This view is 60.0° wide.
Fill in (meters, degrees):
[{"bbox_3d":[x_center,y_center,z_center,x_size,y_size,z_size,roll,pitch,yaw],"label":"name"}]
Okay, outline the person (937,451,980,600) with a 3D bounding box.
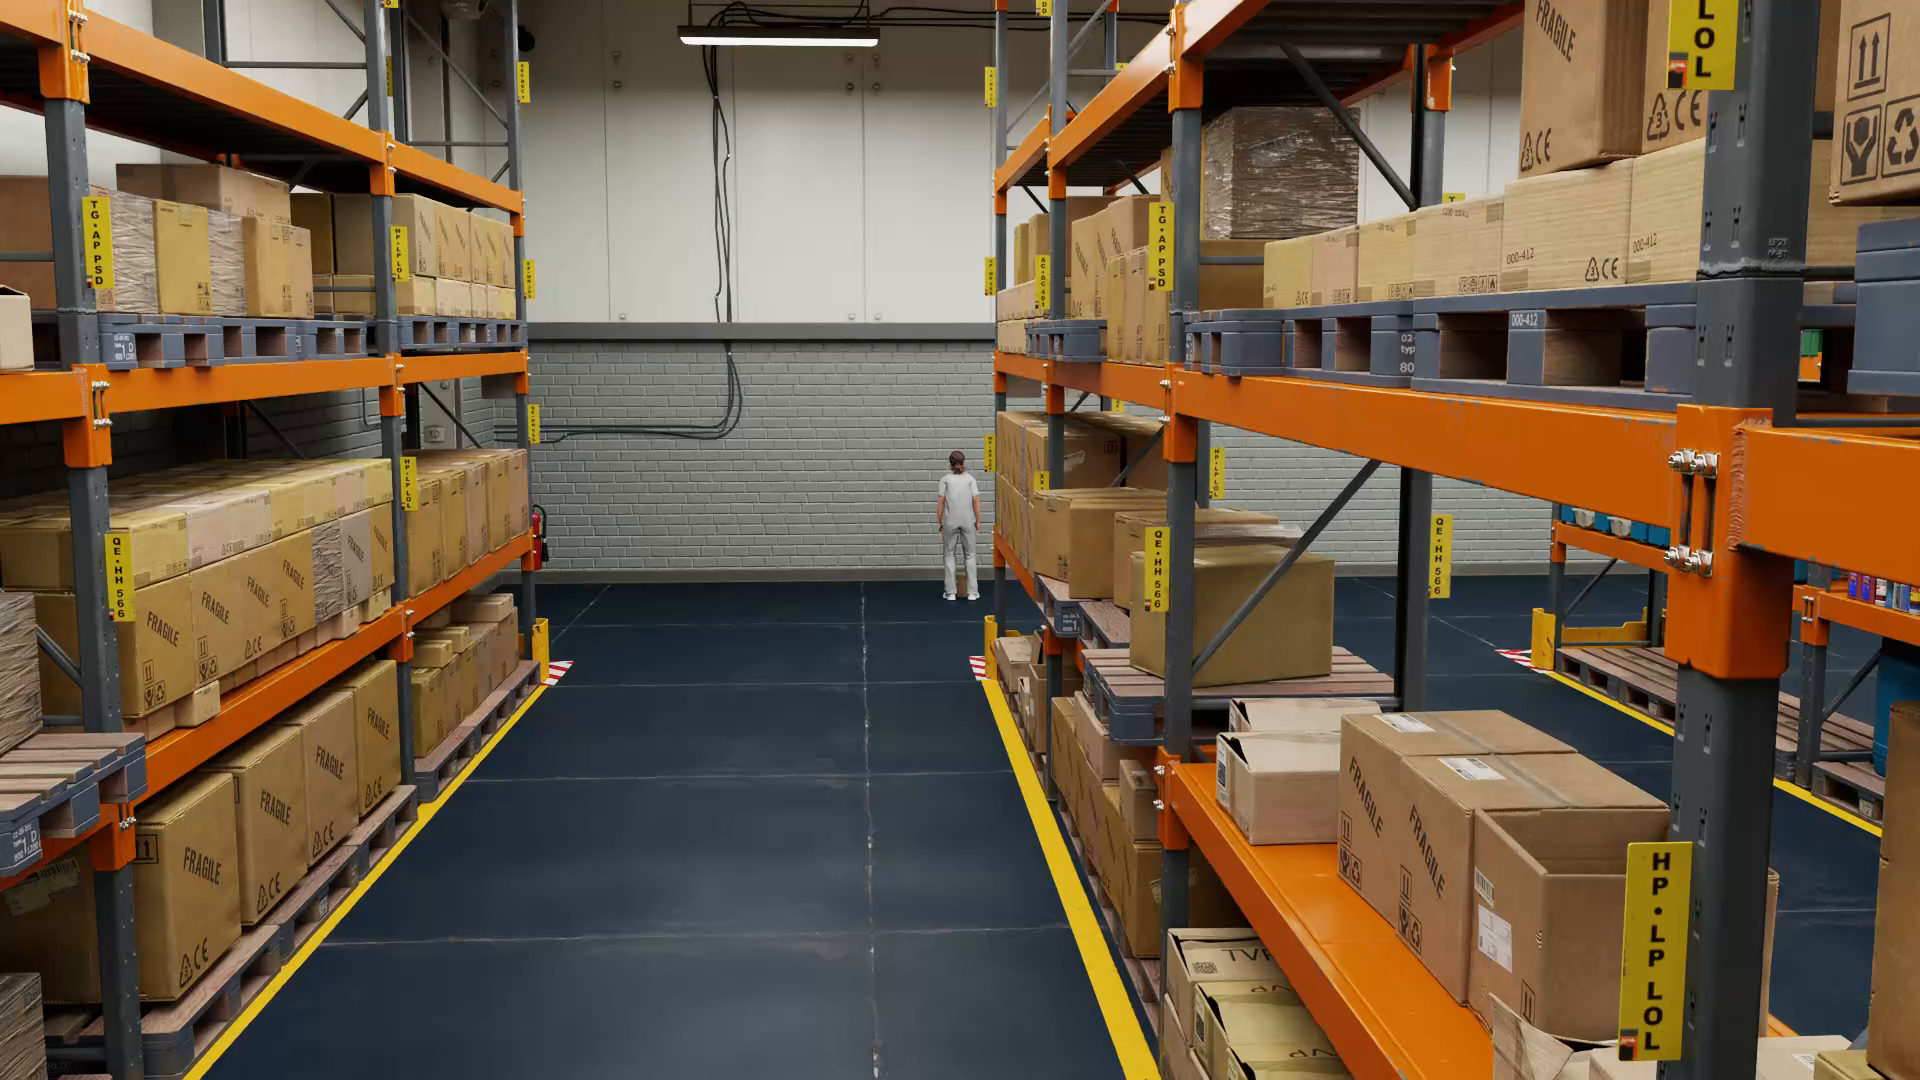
[{"bbox_3d":[-0.015,-0.165,18.615,0.484,1.672,0.360,0,7,-4],"label":"person"}]
